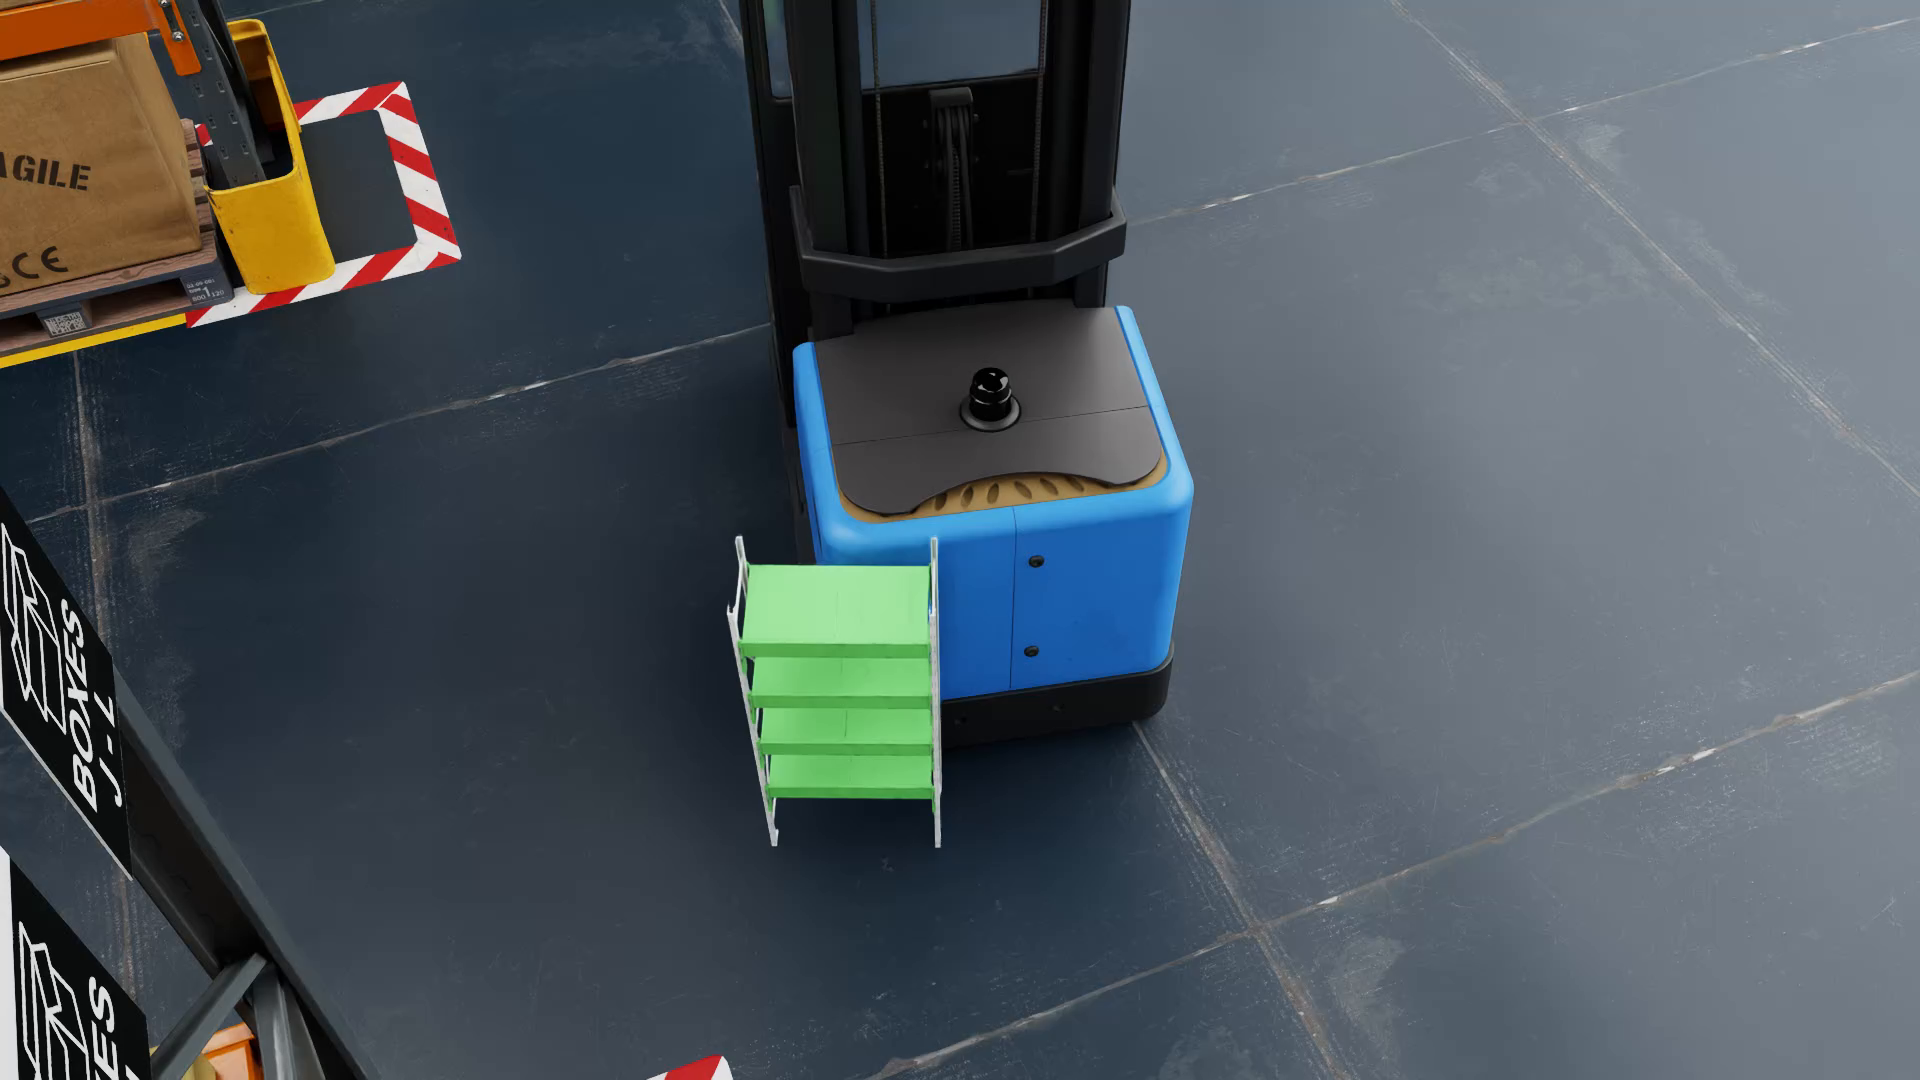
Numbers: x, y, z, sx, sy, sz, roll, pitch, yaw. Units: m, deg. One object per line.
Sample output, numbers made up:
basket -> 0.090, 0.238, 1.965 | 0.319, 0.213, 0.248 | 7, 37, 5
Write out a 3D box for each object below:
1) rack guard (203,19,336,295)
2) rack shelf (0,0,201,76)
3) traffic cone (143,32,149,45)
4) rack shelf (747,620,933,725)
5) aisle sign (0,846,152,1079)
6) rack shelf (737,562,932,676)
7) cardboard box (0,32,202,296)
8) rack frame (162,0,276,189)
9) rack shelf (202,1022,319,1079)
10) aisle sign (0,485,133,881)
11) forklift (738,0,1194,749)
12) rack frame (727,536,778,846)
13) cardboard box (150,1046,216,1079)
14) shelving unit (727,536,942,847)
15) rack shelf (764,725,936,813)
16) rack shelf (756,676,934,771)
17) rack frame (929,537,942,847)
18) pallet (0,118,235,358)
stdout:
rack guard -> -2.870, -1.575, 6.773 | 0.348, 0.500, 1.175 | -17, 52, -14
rack shelf -> -4.744, -1.575, 5.599 | 4.000, 0.370, 1.077 | -17, 52, -14
traffic cone -> -3.921, -2.401, 7.507 | 0.334, 0.463, 0.336 | -17, 52, -14
rack shelf -> -0.310, 0.346, 4.421 | 0.480, 0.148, 0.258 | 0, 52, 0
aisle sign -> -0.940, 0.476, 1.651 | 0.004, 0.787, 0.394 | -17, 52, -14
rack shelf -> -0.310, 0.199, 4.231 | 0.480, 0.148, 0.258 | 0, 52, 0
cardboard box -> -3.495, -1.587, 6.259 | 0.875, 0.875, 0.875 | -17, 51, -14
rack frame -> -2.892, -2.383, 5.819 | 0.127, 3.000, 1.000 | -17, 52, -14
rack shelf -> -2.962, 1.938, 2.583 | 4.000, 0.370, 1.077 | -17, 52, -14
aisle sign -> -1.166, 0.054, 2.013 | 0.004, 0.787, 0.394 | -17, 52, -14
forklift -> -0.108, -1.426, 5.042 | 1.130, 2.935, 3.031 | -8, 50, -6
rack frame -> -0.553, 0.452, 4.562 | 0.015, 1.200, 0.240 | 0, 52, 0
cardboard box -> -1.464, 1.126, 2.972 | 0.250, 0.149, 0.380 | -17, 52, -14
shelving unit -> -0.309, 0.454, 4.561 | 0.503, 1.200, 0.258 | 0, 52, 0
rack shelf -> -0.309, 0.640, 4.801 | 0.480, 0.148, 0.258 | 0, 52, 0
rack shelf -> -0.309, 0.493, 4.611 | 0.480, 0.148, 0.258 | 0, 52, 0
rack frame -> -0.065, 0.455, 4.559 | 0.015, 1.200, 0.240 | 0, 52, 0
pallet -> -3.603, -1.190, 6.633 | 1.213, 0.211, 1.003 | -17, 52, -14
